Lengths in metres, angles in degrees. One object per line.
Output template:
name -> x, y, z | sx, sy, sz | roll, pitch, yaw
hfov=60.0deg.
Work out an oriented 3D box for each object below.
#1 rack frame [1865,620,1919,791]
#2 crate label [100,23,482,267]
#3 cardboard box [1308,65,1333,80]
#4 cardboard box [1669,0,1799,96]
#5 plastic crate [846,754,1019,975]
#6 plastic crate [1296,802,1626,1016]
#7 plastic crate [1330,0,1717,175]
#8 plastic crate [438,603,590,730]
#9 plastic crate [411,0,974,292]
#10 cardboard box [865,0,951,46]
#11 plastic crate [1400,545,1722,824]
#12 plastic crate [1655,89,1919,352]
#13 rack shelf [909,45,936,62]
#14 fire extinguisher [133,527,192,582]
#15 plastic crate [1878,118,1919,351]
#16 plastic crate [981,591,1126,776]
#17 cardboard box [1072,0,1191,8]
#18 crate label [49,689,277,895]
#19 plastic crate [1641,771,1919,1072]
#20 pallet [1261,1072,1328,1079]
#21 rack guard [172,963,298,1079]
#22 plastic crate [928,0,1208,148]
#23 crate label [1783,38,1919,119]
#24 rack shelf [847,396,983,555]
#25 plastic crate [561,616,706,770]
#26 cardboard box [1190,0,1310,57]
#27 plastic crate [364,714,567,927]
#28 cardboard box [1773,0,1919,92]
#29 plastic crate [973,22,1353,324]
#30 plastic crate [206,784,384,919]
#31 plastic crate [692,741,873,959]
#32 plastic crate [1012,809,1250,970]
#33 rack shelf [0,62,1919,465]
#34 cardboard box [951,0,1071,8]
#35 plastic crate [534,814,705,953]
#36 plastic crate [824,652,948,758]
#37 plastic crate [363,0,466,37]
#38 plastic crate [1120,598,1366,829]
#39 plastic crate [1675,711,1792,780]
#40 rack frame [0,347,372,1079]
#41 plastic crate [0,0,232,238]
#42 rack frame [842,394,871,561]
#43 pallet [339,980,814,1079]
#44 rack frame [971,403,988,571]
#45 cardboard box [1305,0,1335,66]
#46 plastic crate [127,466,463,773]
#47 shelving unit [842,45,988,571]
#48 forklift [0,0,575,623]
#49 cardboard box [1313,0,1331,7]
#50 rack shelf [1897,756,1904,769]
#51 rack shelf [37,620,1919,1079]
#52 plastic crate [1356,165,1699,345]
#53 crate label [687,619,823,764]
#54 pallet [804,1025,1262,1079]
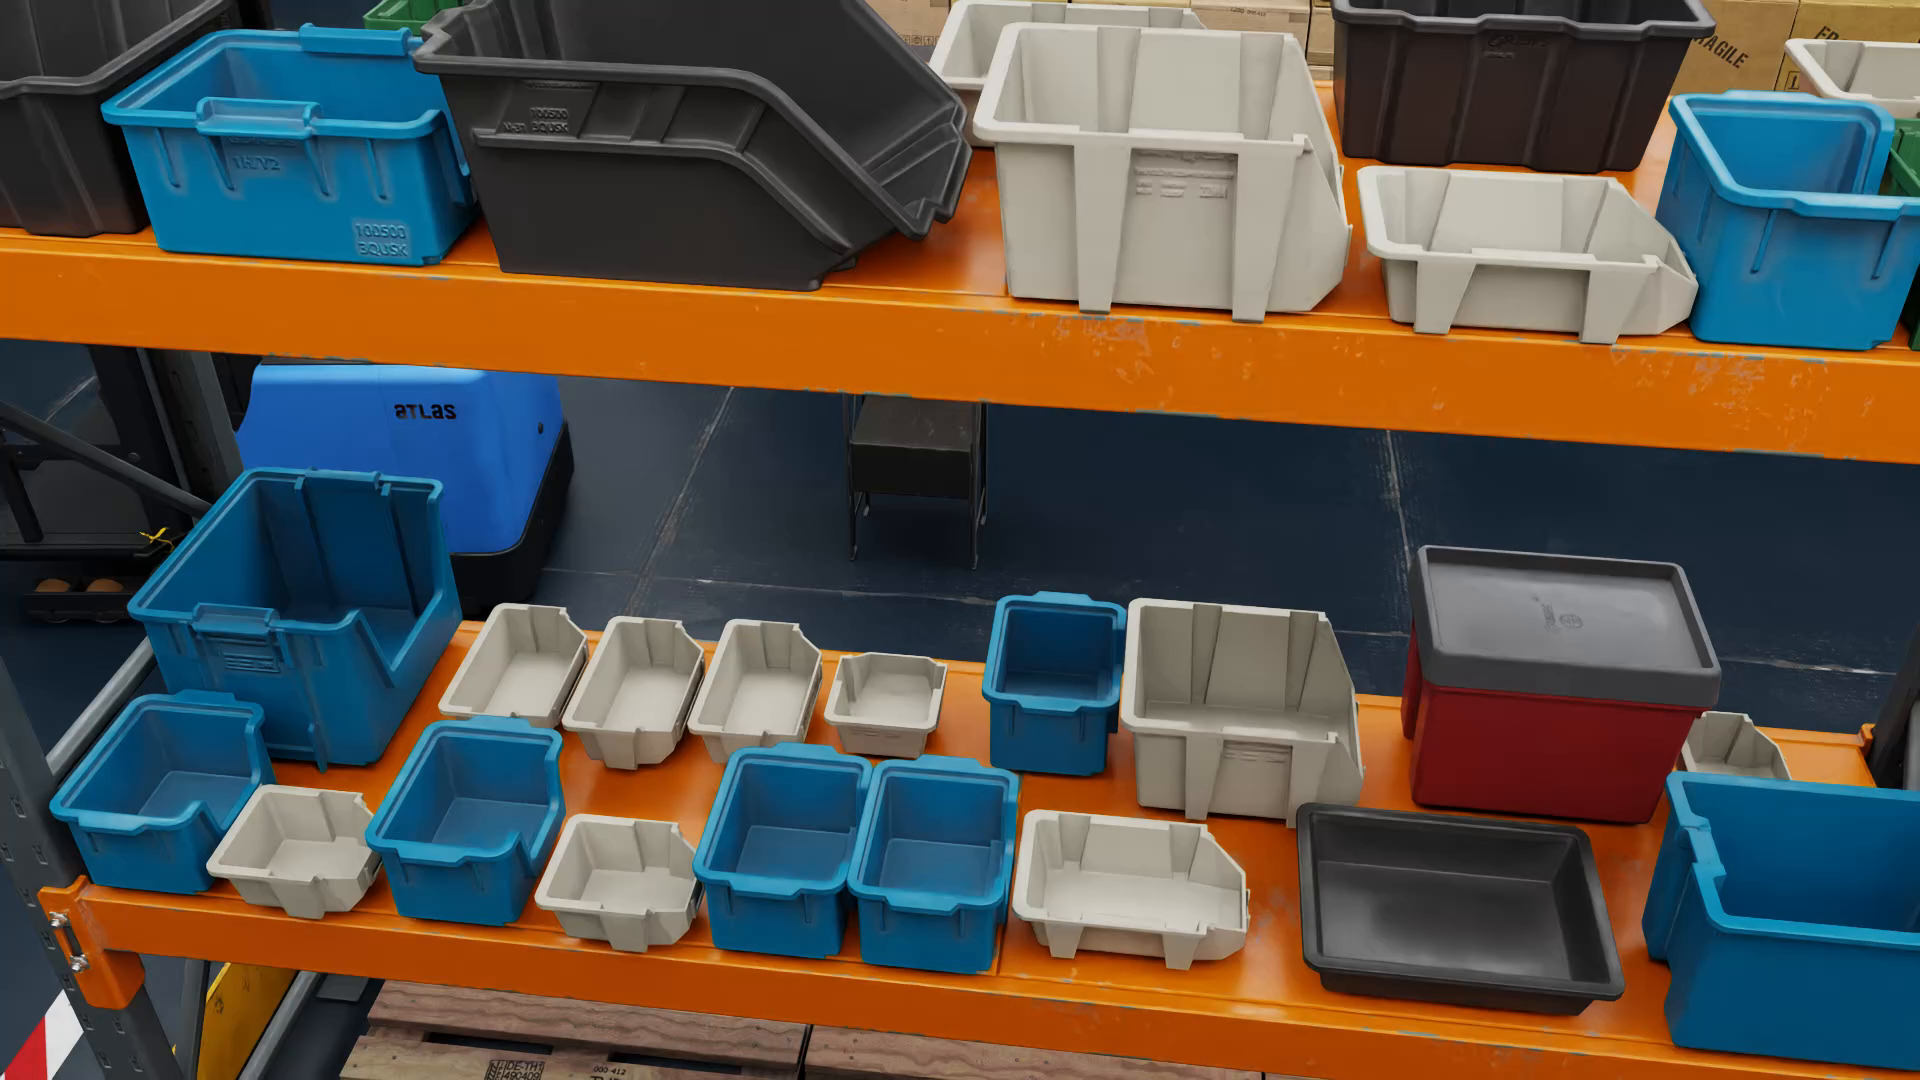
rack frame -> 2.113, 0.584, 3.350 | 0.053, 2.616, 0.949 | 4, 36, 6
crate label -> -0.980, -0.616, 2.577 | 0.502, 0.251, 0.408 | 4, 36, 6
cardboard box -> 1.635, -2.057, 7.266 | 0.250, 0.149, 0.380 | 5, 36, 7
cardboard box -> 3.168, -2.131, 7.068 | 0.500, 0.500, 0.500 | 4, 36, 6
plastic crate -> -0.048, 0.661, 3.334 | 0.300, 0.233, 0.416 | 4, 36, 6
plastic crate -> 0.969, 0.745, 3.309 | 0.590, 0.125, 0.437 | 4, 36, 6
plastic crate -> 0.916, -0.832, 2.864 | 0.590, 0.269, 0.497 | 4, 36, 6
plastic crate -> -1.023, 0.328, 3.883 | 0.243, 0.136, 0.396 | 4, 36, 6
plastic crate -> -0.374, -0.635, 2.529 | 0.767, 0.338, 0.504 | 4, 36, 6
cardboard box -> -0.265, -2.399, 7.402 | 0.500, 0.250, 0.500 | 4, 36, 5
plastic crate -> 1.259, 0.324, 3.607 | 0.583, 0.464, 0.402 | 4, 36, 6
plastic crate -> 1.169, -0.451, 2.361 | 0.300, 0.233, 0.416 | 4, 36, 6
rack shelf -> -0.164, -1.426, 5.758 | 0.480, 0.518, 0.431 | 4, 36, 6
fire extinguisher -> -1.946, 0.200, 4.276 | 0.183, 0.674, 0.296 | 4, 36, 6
plastic crate -> 1.654, -0.406, 2.338 | 0.662, 0.188, 0.450 | 4, 36, 6
plastic crate -> 0.215, 0.337, 3.787 | 0.300, 0.233, 0.416 | 4, 36, 6
cardboard box -> 0.751, -2.324, 7.297 | 0.500, 0.250, 0.500 | 4, 36, 5
crate label -> -1.651, 0.541, 3.502 | 0.303, 0.233, 0.416 | 4, 36, 6
plastic crate -> 1.606, 0.730, 3.108 | 0.575, 0.384, 0.392 | 4, 36, 6
pallet -> 1.379, 1.688, 4.202 | 1.213, 0.211, 1.003 | 4, 36, 6
rack guard -> -1.880, 1.313, 4.480 | 0.348, 0.500, 1.175 | 4, 36, 6
plastic crate -> 0.227, -0.814, 2.954 | 0.530, 0.136, 0.437 | 4, 36, 6
crate label -> 1.664, -0.731, 2.837 | 0.466, 0.136, 0.293 | 4, 36, 6
rack shelf -> -0.164, -0.286, 6.572 | 0.480, 0.518, 0.431 | 4, 36, 6
plastic crate -> -0.737, 0.358, 3.841 | 0.243, 0.136, 0.396 | 4, 36, 6
cardboard box -> 1.253, -2.284, 7.242 | 0.500, 0.250, 0.500 | 5, 36, 7
plastic crate -> -0.999, 0.590, 3.434 | 0.300, 0.233, 0.416 | 4, 36, 6
cardboard box -> 3.667, -2.094, 7.016 | 0.500, 0.500, 0.500 | 4, 36, 6
plastic crate -> 0.305, -0.541, 2.446 | 0.530, 0.282, 0.437 | 4, 36, 6
plastic crate -> -1.344, 0.652, 3.430 | 0.298, 0.136, 0.250 | 4, 36, 6
plastic crate -> -0.346, 0.639, 3.365 | 0.300, 0.233, 0.416 | 4, 36, 6
plastic crate -> 0.348, 0.713, 3.345 | 0.466, 0.136, 0.293 | 4, 36, 6
rack shelf -> 0.129, -0.491, 2.892 | 4.000, 0.370, 1.077 | 4, 36, 6
cardboard box -> 0.232, -2.359, 7.347 | 0.500, 0.250, 0.500 | 3, 36, 4
plastic crate -> -0.671, 0.702, 3.360 | 0.298, 0.136, 0.250 | 4, 36, 6
plastic crate -> -0.162, 0.376, 3.816 | 0.250, 0.136, 0.298 | 4, 36, 6
plastic crate -> -0.840, -0.937, 3.081 | 0.336, 0.188, 0.450 | 4, 36, 6
plastic crate -> 0.622, 0.390, 3.672 | 0.530, 0.282, 0.437 | 4, 36, 6
plastic crate -> 1.670, 0.552, 3.570 | 0.243, 0.136, 0.396 | 4, 36, 6
rack frame -> -1.854, 0.290, 3.762 | 0.127, 3.000, 1.000 | 4, 36, 6
plastic crate -> -1.508, -0.689, 2.664 | 0.590, 0.269, 0.497 | 4, 36, 6
rack frame -> -0.406, -0.885, 6.183 | 0.015, 2.100, 0.400 | 4, 36, 6
pallet -> -1.041, 1.508, 4.455 | 1.213, 0.211, 1.003 | 4, 36, 6
rack frame -> 0.078, -0.849, 6.132 | 0.015, 2.100, 0.400 | 4, 36, 6
cardboard box -> 1.759, -2.247, 7.189 | 0.500, 0.250, 0.500 | 5, 36, 7
plastic crate -> -1.499, 0.168, 3.851 | 0.499, 0.435, 0.616 | 4, 36, 6
shelving unit -> -0.164, -0.867, 6.157 | 0.503, 2.100, 0.431 | 4, 36, 6
forklift -> -3.147, -1.187, 5.890 | 3.031, 2.935, 1.130 | 0, 36, 0
cardboard box -> 1.757, -2.553, 6.973 | 0.500, 0.500, 0.500 | 5, 36, 6
rack shelf -> 4.097, 1.026, 3.349 | 4.000, 0.370, 1.077 | 4, 36, 6
rack shelf -> 0.129, 0.730, 3.764 | 4.000, 0.370, 1.077 | 4, 36, 6
plastic crate -> 0.803, -0.403, 2.377 | 0.466, 0.136, 0.293 | 4, 36, 6
crate label -> -0.458, 0.365, 3.832 | 0.243, 0.136, 0.396 | 4, 36, 6
pallet -> 0.165, 1.600, 4.327 | 1.213, 0.211, 1.003 | 4, 36, 6
